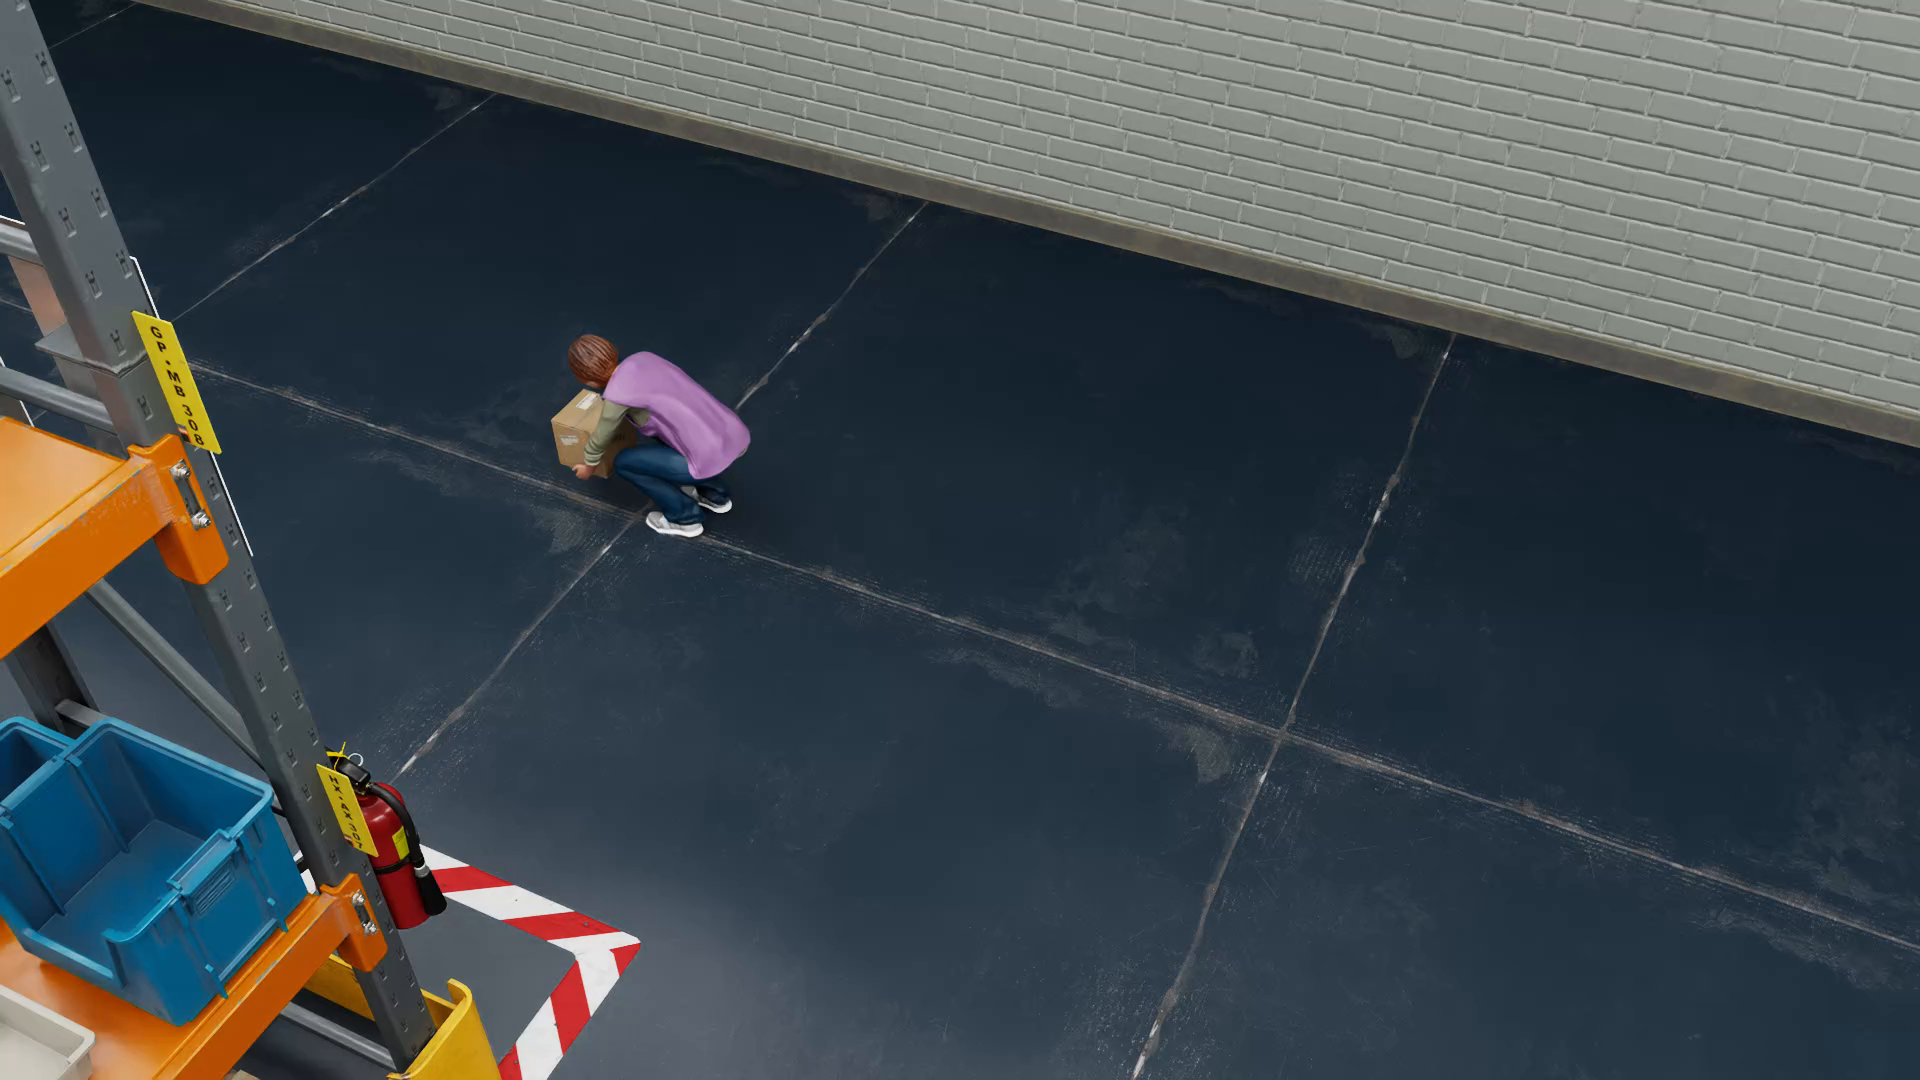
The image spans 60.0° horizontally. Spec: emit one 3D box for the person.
[{"bbox_3d":[-1.300,-0.448,7.175,0.809,0.897,0.445,17,45,18],"label":"person"}]
